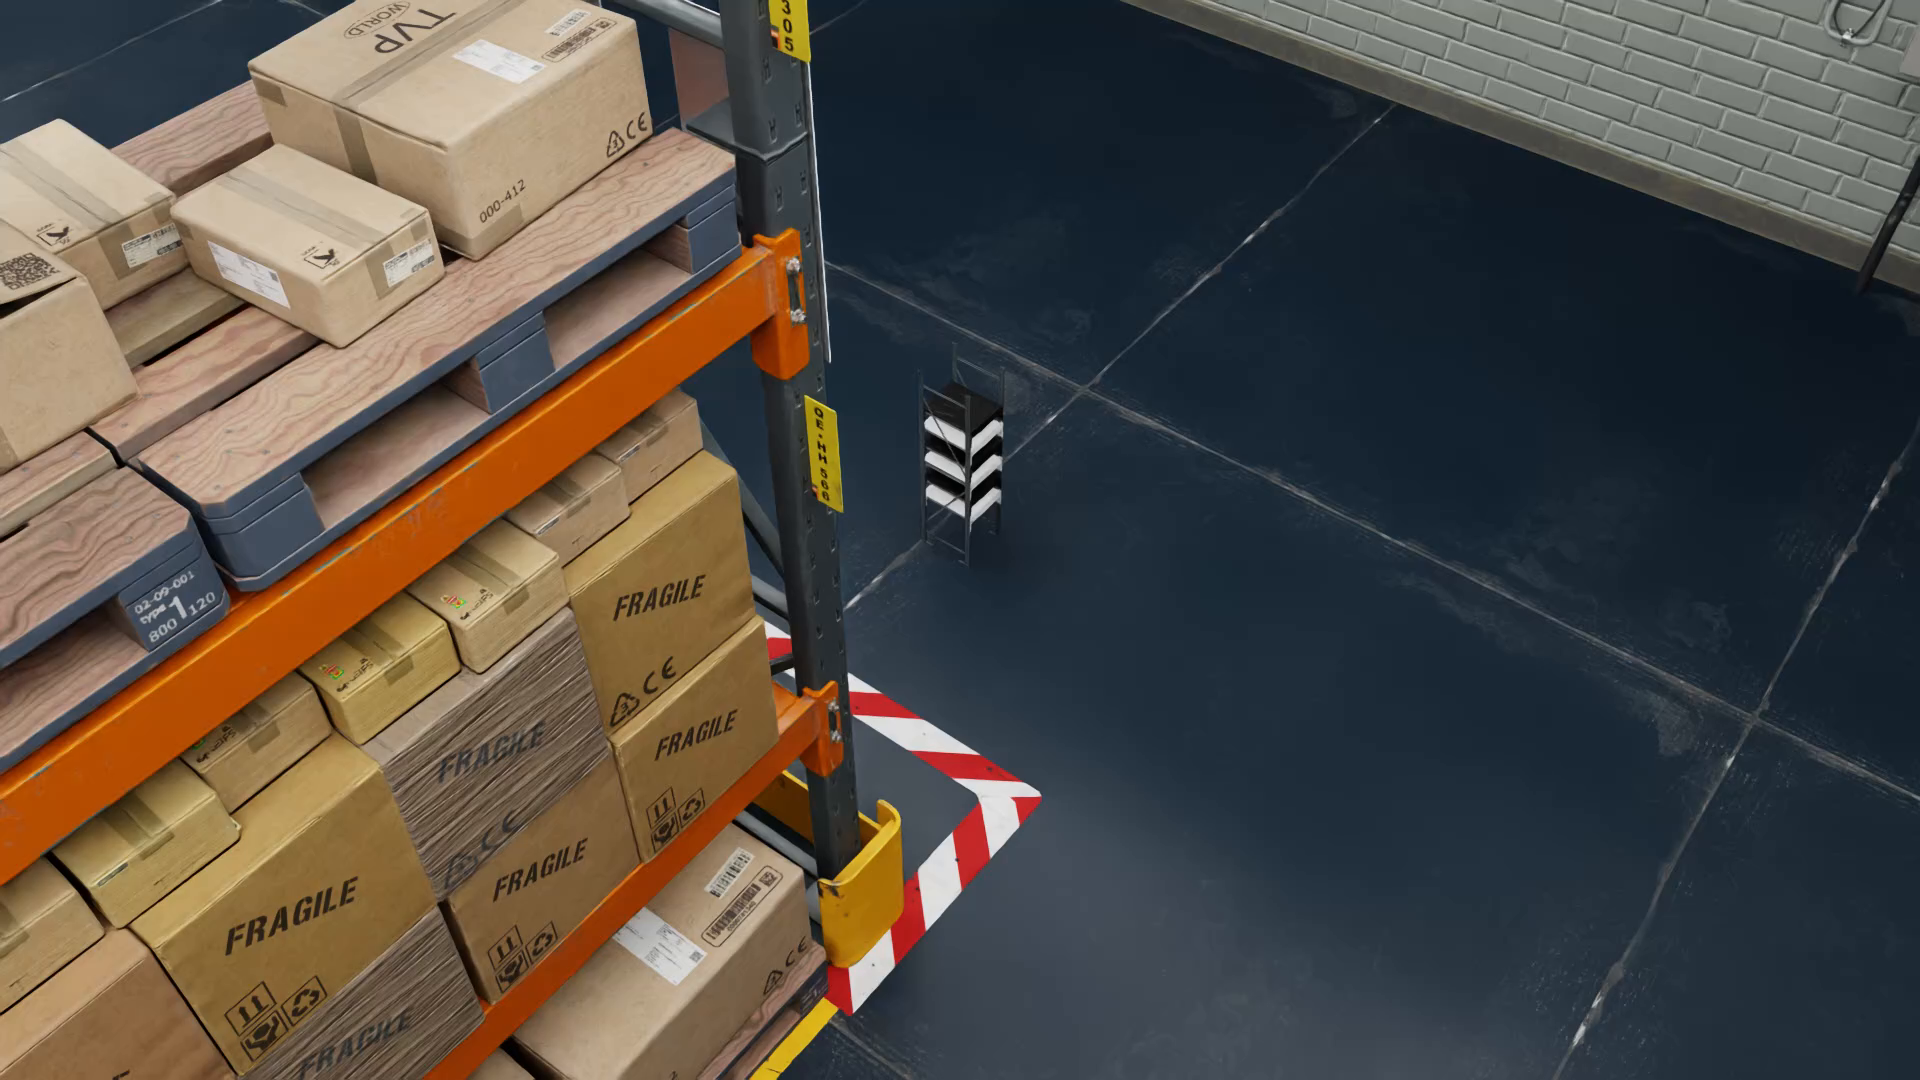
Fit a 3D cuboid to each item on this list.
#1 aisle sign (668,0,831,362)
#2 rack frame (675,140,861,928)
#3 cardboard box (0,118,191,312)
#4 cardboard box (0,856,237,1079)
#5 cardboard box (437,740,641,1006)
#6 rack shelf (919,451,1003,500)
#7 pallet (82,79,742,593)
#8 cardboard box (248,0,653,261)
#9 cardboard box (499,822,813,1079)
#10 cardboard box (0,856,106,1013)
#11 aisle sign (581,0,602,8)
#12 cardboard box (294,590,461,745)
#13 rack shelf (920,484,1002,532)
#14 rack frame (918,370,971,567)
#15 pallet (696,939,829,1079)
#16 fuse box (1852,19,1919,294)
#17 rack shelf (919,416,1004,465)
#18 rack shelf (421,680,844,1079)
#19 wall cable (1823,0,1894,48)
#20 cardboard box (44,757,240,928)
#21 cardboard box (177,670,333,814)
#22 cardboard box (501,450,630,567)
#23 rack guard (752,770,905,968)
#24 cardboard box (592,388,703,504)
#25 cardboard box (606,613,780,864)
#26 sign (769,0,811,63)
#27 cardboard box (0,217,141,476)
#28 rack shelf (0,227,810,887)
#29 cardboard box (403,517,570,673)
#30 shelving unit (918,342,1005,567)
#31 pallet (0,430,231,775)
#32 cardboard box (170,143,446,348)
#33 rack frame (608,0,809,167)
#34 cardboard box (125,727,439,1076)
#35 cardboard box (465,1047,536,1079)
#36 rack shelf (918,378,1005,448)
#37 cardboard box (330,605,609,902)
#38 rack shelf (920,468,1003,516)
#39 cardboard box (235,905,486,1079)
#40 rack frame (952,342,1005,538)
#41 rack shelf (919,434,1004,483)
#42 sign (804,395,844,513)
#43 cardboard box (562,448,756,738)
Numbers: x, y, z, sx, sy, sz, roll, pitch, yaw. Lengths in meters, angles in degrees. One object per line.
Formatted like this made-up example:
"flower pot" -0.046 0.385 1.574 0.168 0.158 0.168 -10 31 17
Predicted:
"aisle sign" -0.452 -0.767 3.610 0.394 0.787 0.004 29 53 25
"rack frame" -0.742 0.035 4.642 1.000 3.000 0.127 29 53 25
"cardboard box" -1.589 -0.573 2.962 0.380 0.149 0.250 31 54 26
"cardboard box" -1.758 0.917 3.039 0.500 0.500 0.500 29 53 25
"cardboard box" -1.146 0.674 3.962 0.500 0.500 0.500 28 52 24
"rack shelf" 0.005 -0.292 6.453 0.258 0.077 0.200 29 53 25
"pallet" -1.187 -0.541 3.179 1.003 0.211 1.213 29 53 25
"cardboard box" -0.946 -0.831 3.139 0.500 0.250 0.500 25 51 22
"cardboard box" -1.066 1.197 5.013 0.875 0.438 0.875 27 52 24
"cardboard box" -1.715 0.621 2.873 0.380 0.149 0.250 31 54 26
"aisle sign" -0.927 -1.032 3.864 0.394 0.787 0.004 29 53 25
"cardboard box" -1.217 0.192 3.283 0.380 0.149 0.250 30 53 26
"rack shelf" 0.005 -0.168 6.583 0.258 0.077 0.200 29 53 25
"rack frame" -0.057 -0.257 6.373 0.240 0.900 0.006 29 53 25
"pallet" -1.169 1.491 5.180 1.003 0.211 1.213 29 53 25
"fuse box" 4.260 -1.744 7.233 0.539 1.711 0.414 29 53 25
"rack shelf" 0.005 -0.417 6.323 0.258 0.077 0.200 29 53 25
"rack shelf" -1.965 1.428 3.809 1.077 0.370 4.000 29 53 25
"wall cable" 3.817 -2.932 6.774 0.588 1.984 0.122 29 53 25
"cardboard box" -1.539 0.480 3.008 0.380 0.149 0.250 30 53 26
"cardboard box" -1.433 0.310 3.170 0.380 0.149 0.250 29 53 25
"cardboard box" -0.939 -0.119 3.580 0.380 0.149 0.250 30 53 26
"rack guard" -0.727 0.885 5.559 1.175 0.500 0.348 29 53 25
"cardboard box" -0.803 -0.275 3.729 0.380 0.149 0.250 30 53 25
"cardboard box" -0.827 0.394 4.230 0.500 0.500 0.500 29 53 25
"sign" -0.321 -1.031 3.029 0.100 0.325 0.005 29 53 25
"cardboard box" -1.696 -0.315 2.604 0.500 0.311 0.500 30 53 26
"rack shelf" -1.965 0.392 2.724 1.077 0.370 4.000 29 53 25
"cardboard box" -1.030 0.066 3.403 0.380 0.149 0.250 29 53 25
"shelving unit" 0.005 -0.315 6.429 0.258 0.900 0.210 29 53 25
"pallet" -1.933 0.160 2.510 1.003 0.211 1.213 29 53 25
"cardboard box" -1.139 -0.521 2.913 0.380 0.149 0.250 25 51 22
"rack frame" -0.742 -2.037 2.473 1.000 3.000 0.127 29 53 25
"cardboard box" -1.449 0.630 3.313 0.500 0.500 0.500 29 53 25
"cardboard box" -1.619 1.725 4.510 0.875 0.438 0.875 31 54 26
"rack shelf" 0.005 -0.479 6.258 0.258 0.077 0.200 29 53 25
"cardboard box" -1.144 0.349 3.582 0.500 0.500 0.500 29 53 25
"rack shelf" 0.005 -0.230 6.518 0.258 0.077 0.200 29 53 25
"cardboard box" -1.453 0.973 3.677 0.500 0.500 0.500 31 54 26
"rack frame" 0.067 -0.374 6.485 0.240 0.900 0.006 29 53 25
"rack shelf" 0.005 -0.355 6.388 0.258 0.077 0.200 29 53 25
"sign" -0.321 -0.199 3.901 0.100 0.325 0.005 29 53 25
"cardboard box" -0.848 0.036 3.880 0.500 0.500 0.500 31 54 26
